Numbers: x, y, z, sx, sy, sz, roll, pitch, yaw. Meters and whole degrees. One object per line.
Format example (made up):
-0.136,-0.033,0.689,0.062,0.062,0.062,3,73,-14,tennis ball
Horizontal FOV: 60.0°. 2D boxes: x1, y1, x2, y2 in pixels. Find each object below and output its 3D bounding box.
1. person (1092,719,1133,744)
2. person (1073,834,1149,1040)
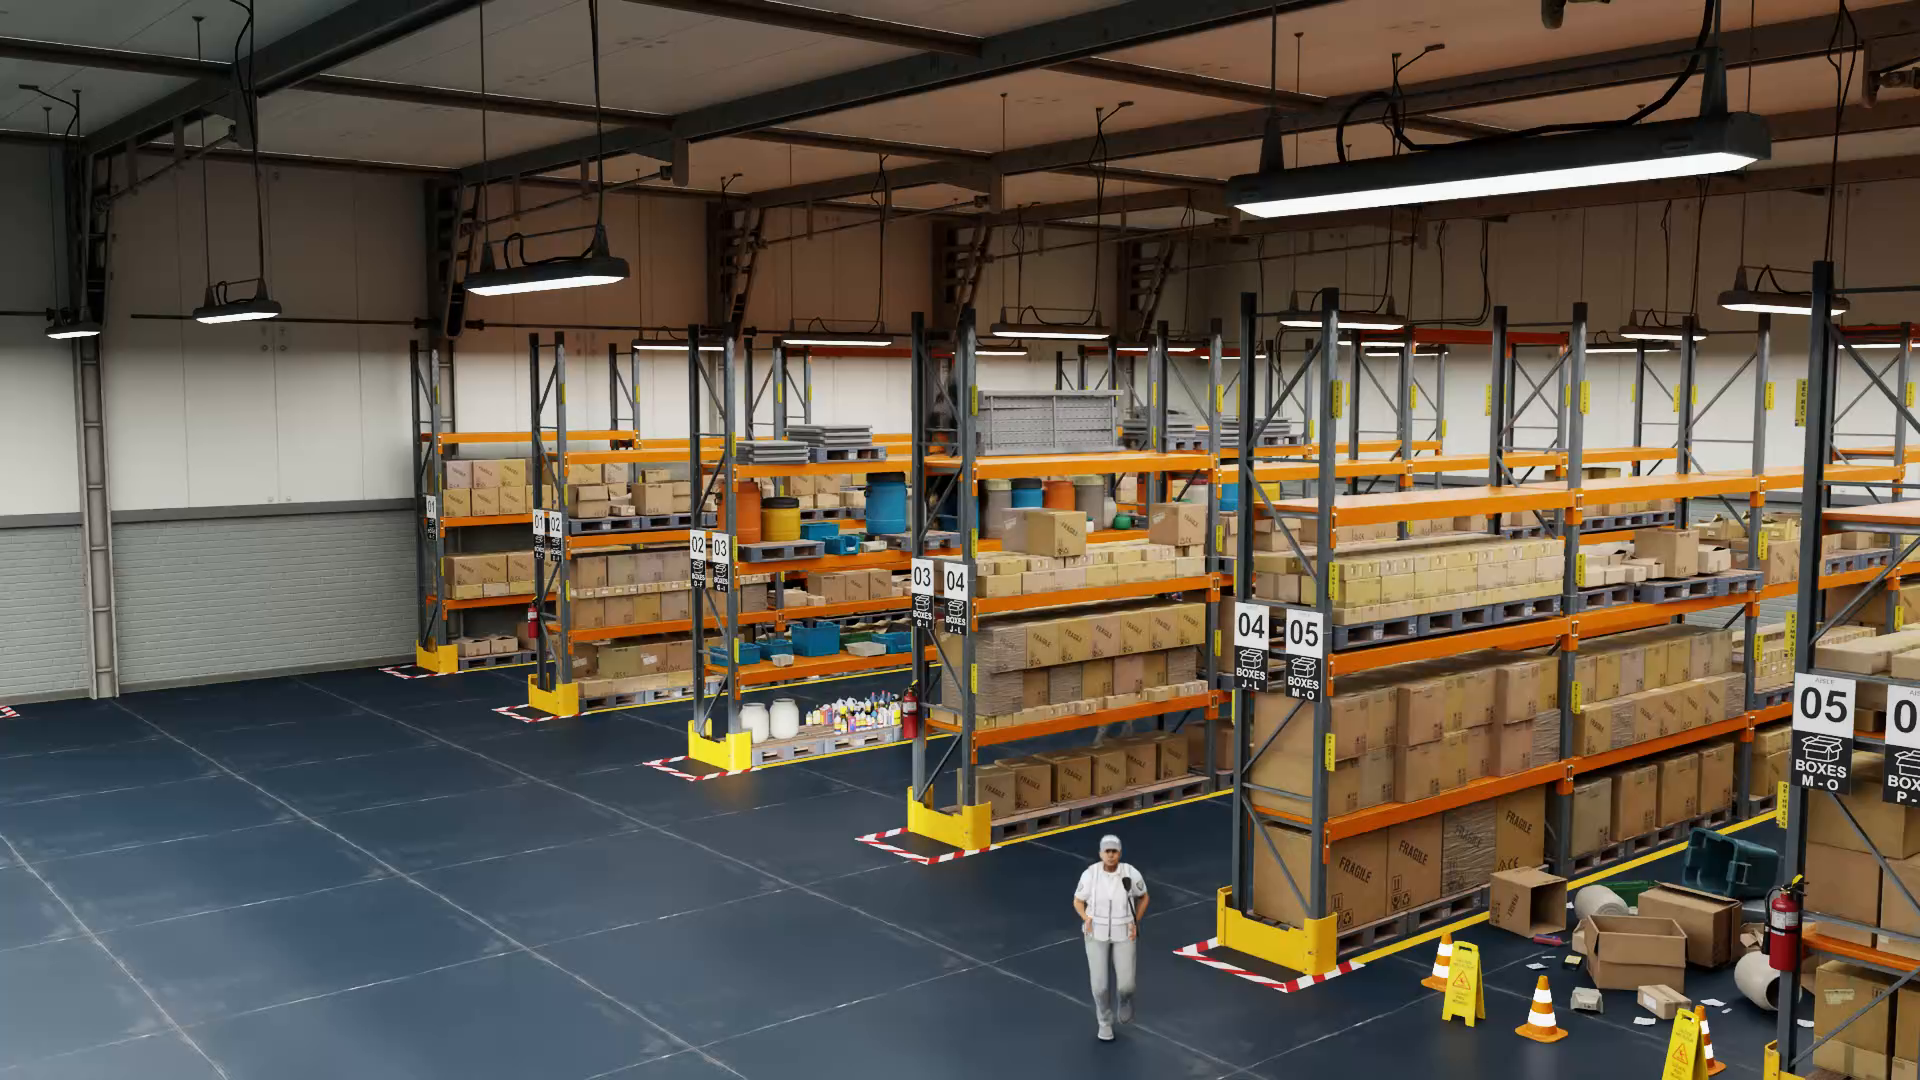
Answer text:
2.113,1.950,22.640,0.731,1.772,0.584,-4,7,-40,person
1.194,3.142,13.157,0.601,1.619,0.544,1,5,6,person
